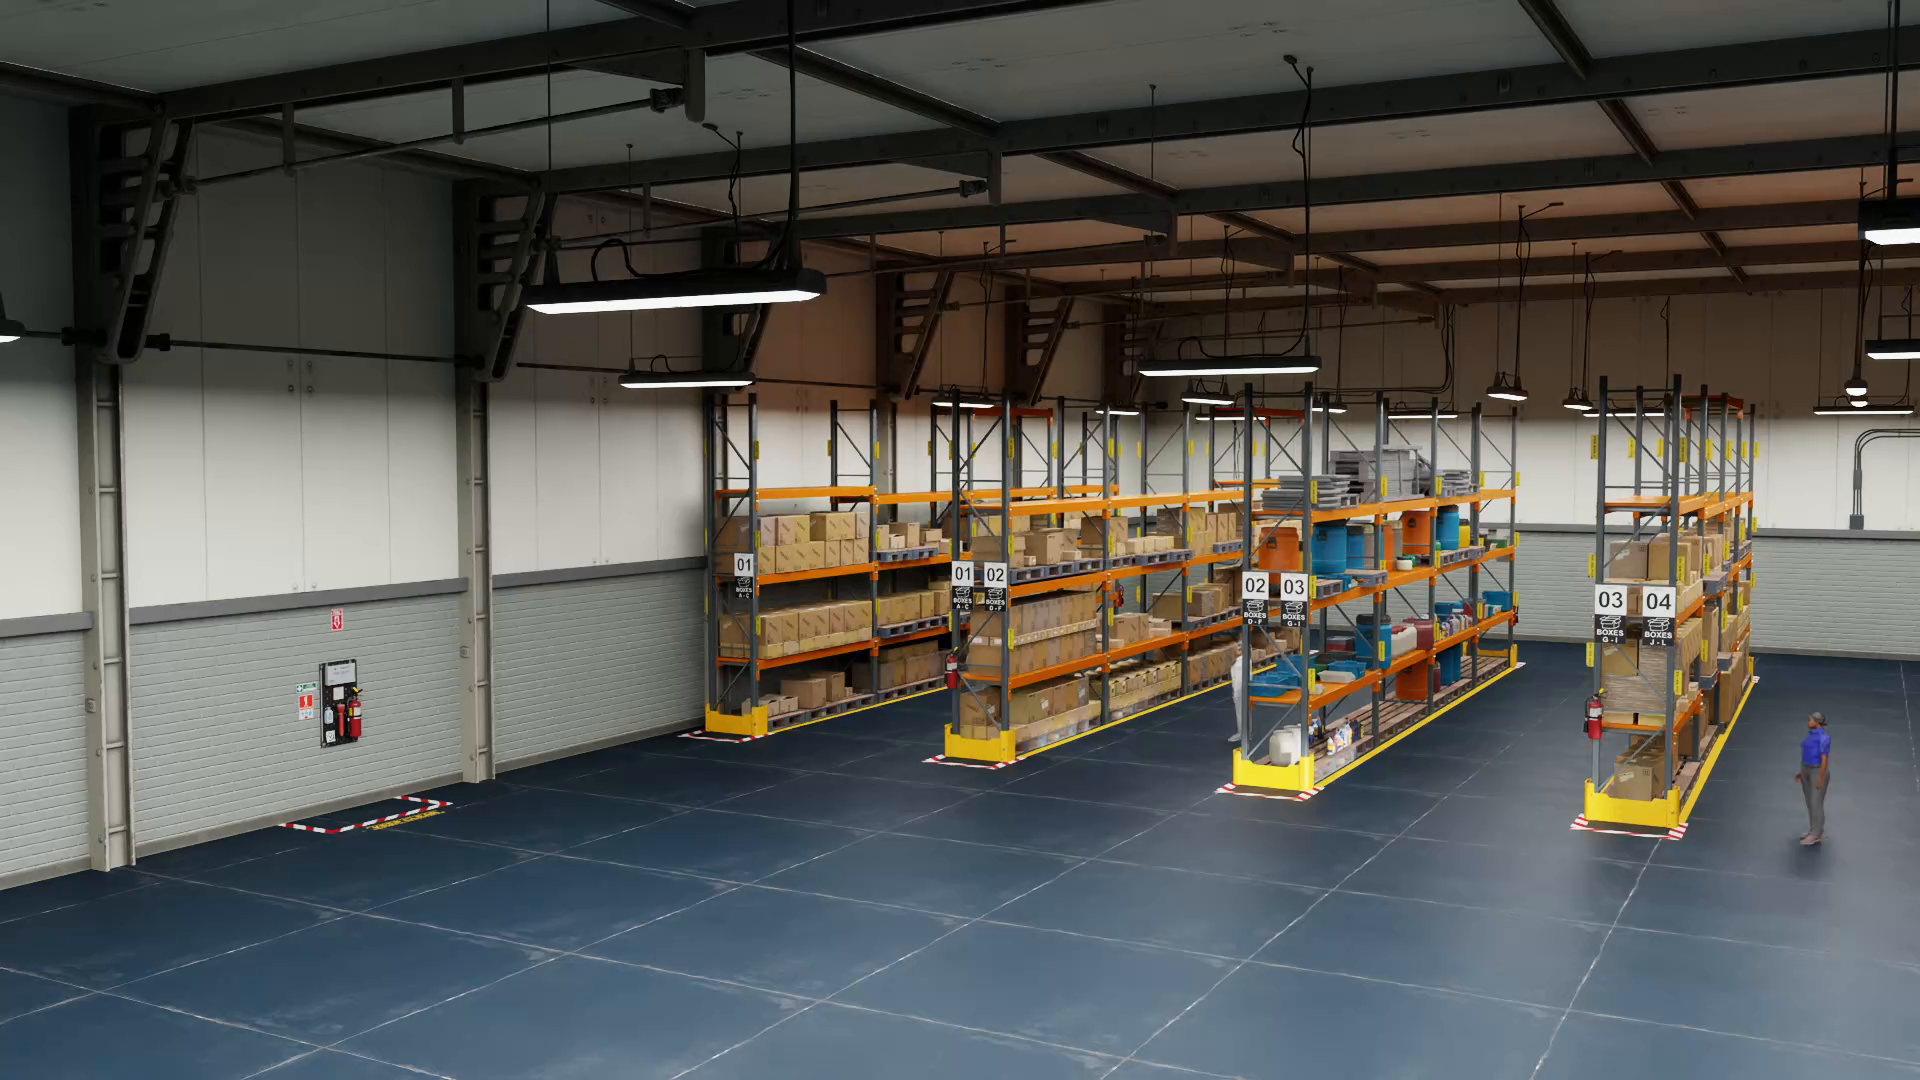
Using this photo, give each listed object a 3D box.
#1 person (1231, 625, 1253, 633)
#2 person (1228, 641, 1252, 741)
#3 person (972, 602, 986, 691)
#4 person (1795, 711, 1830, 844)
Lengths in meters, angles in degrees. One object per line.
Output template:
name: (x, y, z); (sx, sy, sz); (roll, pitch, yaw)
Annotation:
person: (7.659, 1.698, 44.804); (0.602, 1.732, 0.917); (-1, 3, -23)
person: (4.844, 2.606, 28.783); (0.394, 1.702, 0.523); (1, 3, 10)
person: (0.404, 2.163, 33.374); (0.390, 1.826, 0.613); (1, 3, 14)
person: (10.899, 3.033, 21.289); (0.481, 1.687, 0.462); (-1, 3, -15)
